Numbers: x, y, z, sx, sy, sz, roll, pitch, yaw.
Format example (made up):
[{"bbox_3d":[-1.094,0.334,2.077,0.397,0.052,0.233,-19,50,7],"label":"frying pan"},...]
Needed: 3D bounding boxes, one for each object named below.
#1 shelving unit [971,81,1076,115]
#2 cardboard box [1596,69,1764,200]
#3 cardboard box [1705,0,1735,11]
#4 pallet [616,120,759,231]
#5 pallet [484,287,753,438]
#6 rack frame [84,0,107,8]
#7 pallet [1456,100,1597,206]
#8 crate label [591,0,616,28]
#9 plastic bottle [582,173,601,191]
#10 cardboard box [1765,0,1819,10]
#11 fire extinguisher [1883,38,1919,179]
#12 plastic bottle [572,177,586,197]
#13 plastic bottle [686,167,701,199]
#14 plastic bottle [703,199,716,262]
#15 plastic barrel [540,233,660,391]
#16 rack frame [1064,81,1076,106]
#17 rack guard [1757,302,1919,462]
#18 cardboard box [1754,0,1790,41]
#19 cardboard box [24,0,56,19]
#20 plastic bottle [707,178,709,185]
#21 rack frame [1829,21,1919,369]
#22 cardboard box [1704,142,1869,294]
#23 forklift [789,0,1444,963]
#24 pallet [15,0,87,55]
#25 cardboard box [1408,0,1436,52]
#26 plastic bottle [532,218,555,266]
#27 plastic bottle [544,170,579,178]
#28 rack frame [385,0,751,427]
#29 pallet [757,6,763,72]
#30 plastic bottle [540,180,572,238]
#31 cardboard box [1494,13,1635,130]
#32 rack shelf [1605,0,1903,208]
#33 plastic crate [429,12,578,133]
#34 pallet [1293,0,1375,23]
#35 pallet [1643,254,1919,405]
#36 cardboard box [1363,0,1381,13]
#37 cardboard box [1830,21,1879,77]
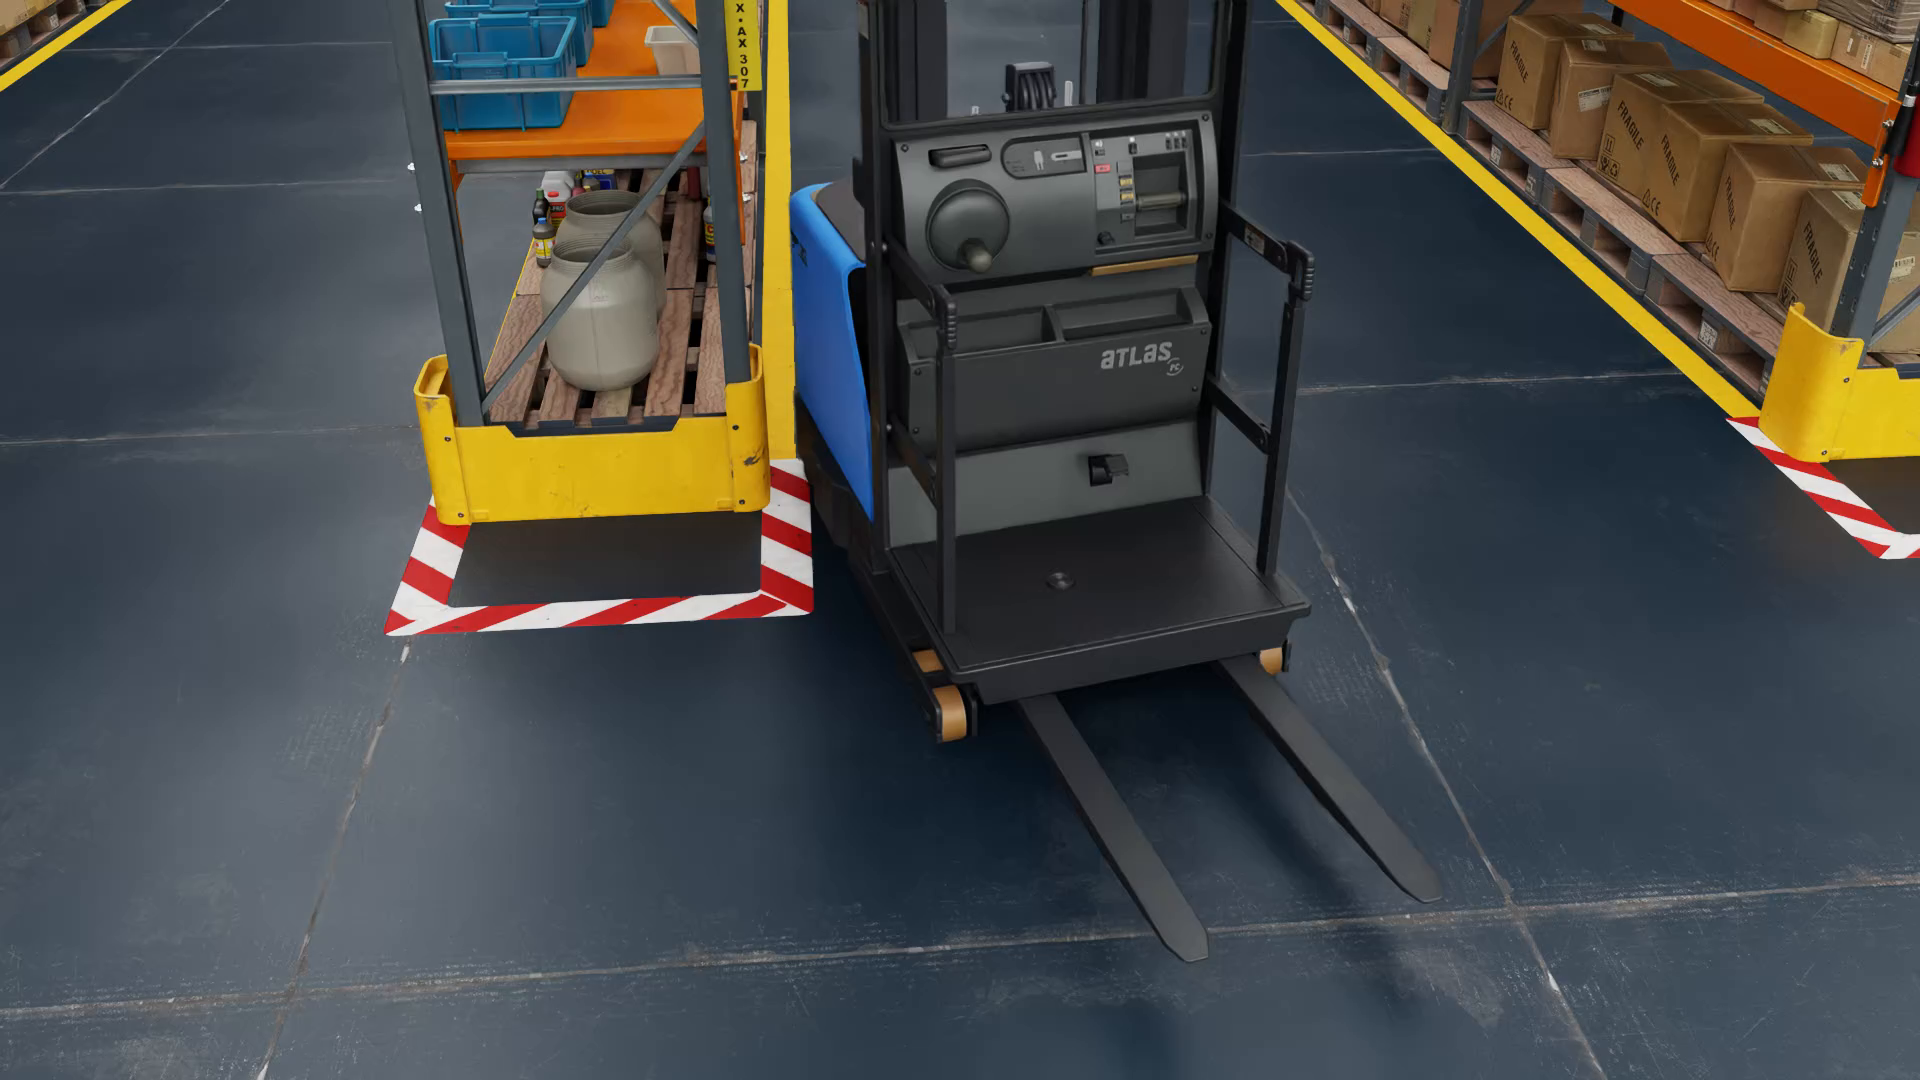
[{"bbox_3d":[0.305,-1.106,6.431,0.503,1.200,0.258,-25,39,-35],"label":"shelving unit"},{"bbox_3d":[3.530,-1.991,8.186,0.500,0.500,0.500,-5,31,-9],"label":"cardboard box"},{"bbox_3d":[3.343,-2.318,6.951,0.380,0.149,0.250,-3,31,-5],"label":"cardboard box"},{"bbox_3d":[-1.575,-1.916,8.752,1.003,0.211,1.213,-3,31,-5],"label":"pallet"},{"bbox_3d":[-1.347,-0.670,6.666,1.003,0.211,1.213,-3,31,-5],"label":"pallet"},{"bbox_3d":[-6.902,-5.265,11.639,1.000,3.000,0.127,-3,31,-5],"label":"rack frame"},{"bbox_3d":[3.433,-2.157,9.155,1.003,0.211,1.213,-3,31,-5],"label":"pallet"},{"bbox_3d":[-1.664,-2.358,6.738,0.502,0.435,0.616,-3,31,-5],"label":"crate label"},{"bbox_3d":[-1.743,-1.633,7.859,0.097,0.201,0.097,0,31,0],"label":"plastic bottle"},{"bbox_3d":[3.518,-2.355,6.381,0.875,0.500,0.500,-3,31,-5],"label":"cardboard box"},{"bbox_3d":[3.261,-1.539,5.477,0.296,0.674,0.183,-3,31,-5],"label":"fire extinguisher"},{"bbox_3d":[-1.721,-1.491,7.540,0.061,0.283,0.133,-3,31,-5],"label":"plastic bottle"},{"bbox_3d":[-1.296,-1.814,8.082,0.061,0.283,0.133,-3,31,-5],"label":"plastic bottle"},{"bbox_3d":[-1.082,-1.374,7.357,0.097,0.271,0.097,0,31,0],"label":"plastic bottle"},{"bbox_3d":[-1.360,-0.860,6.282,0.421,0.512,0.421,0,31,0],"label":"plastic barrel"},{"bbox_3d":[0.486,-1.190,6.572,0.015,1.200,0.240,-25,39,-35],"label":"rack frame"},{"bbox_3d":[3.702,-0.619,6.298,1.175,0.500,0.348,-3,31,-5],"label":"rack guard"},{"bbox_3d":[3.371,-2.062,6.522,0.380,0.149,0.250,-3,31,-5],"label":"cardboard box"},{"bbox_3d":[-6.558,-3.745,11.366,0.500,0.250,0.500,-3,31,-5],"label":"cardboard box"},{"bbox_3d":[-1.123,-1.600,7.735,0.097,0.271,0.097,0,31,0],"label":"plastic bottle"},{"bbox_3d":[3.709,-1.653,5.592,1.000,3.000,0.127,-3,31,-5],"label":"rack frame"},{"bbox_3d":[3.577,-1.383,7.169,0.500,0.500,0.500,5,31,8],"label":"cardboard box"},{"bbox_3d":[0.347,-0.910,4.415,1.130,2.935,3.031,-10,32,-16],"label":"forklift"},{"bbox_3d":[-6.864,-3.645,11.647,1.003,0.211,1.213,-3,31,-5],"label":"pallet"},{"bbox_3d":[3.273,-3.370,10.475,0.700,0.500,0.500,-3,31,-5],"label":"cardboard box"},{"bbox_3d":[-1.831,-1.320,7.335,0.097,0.201,0.097,0,31,0],"label":"plastic bottle"},{"bbox_3d":[-1.859,-1.669,7.774,0.144,0.351,0.185,-2,31,-3],"label":"plastic bottle"},{"bbox_3d":[-1.223,-1.416,5.195,1.000,3.000,0.127,-3,31,-5],"label":"rack frame"},{"bbox_3d":[-1.825,-3.284,11.043,1.003,0.211,1.213,-3,31,-5],"label":"pallet"},{"bbox_3d":[-1.827,-1.482,7.533,0.152,0.276,0.135,-3,31,-4],"label":"plastic bottle"},{"bbox_3d":[3.332,-2.596,9.200,0.500,0.500,0.500,-4,31,-6],"label":"cardboard box"},{"bbox_3d":[3.522,-2.365,7.486,1.077,0.370,4.000,-3,31,-5],"label":"rack shelf"},{"bbox_3d":[-1.567,-1.593,5.637,0.499,0.251,0.616,-3,31,-5],"label":"plastic crate"},{"bbox_3d":[3.033,-4.141,12.477,1.003,0.211,1.213,-3,31,-5],"label":"pallet"},{"bbox_3d":[3.661,-0.911,7.070,1.003,0.211,1.213,-3,31,-5],"label":"pallet"},{"bbox_3d":[3.168,-3.940,11.430,0.700,0.500,0.500,0,31,0],"label":"cardboard box"},{"bbox_3d":[3.454,-1.809,6.098,0.380,0.149,0.250,-3,31,-5],"label":"cardboard box"}]
